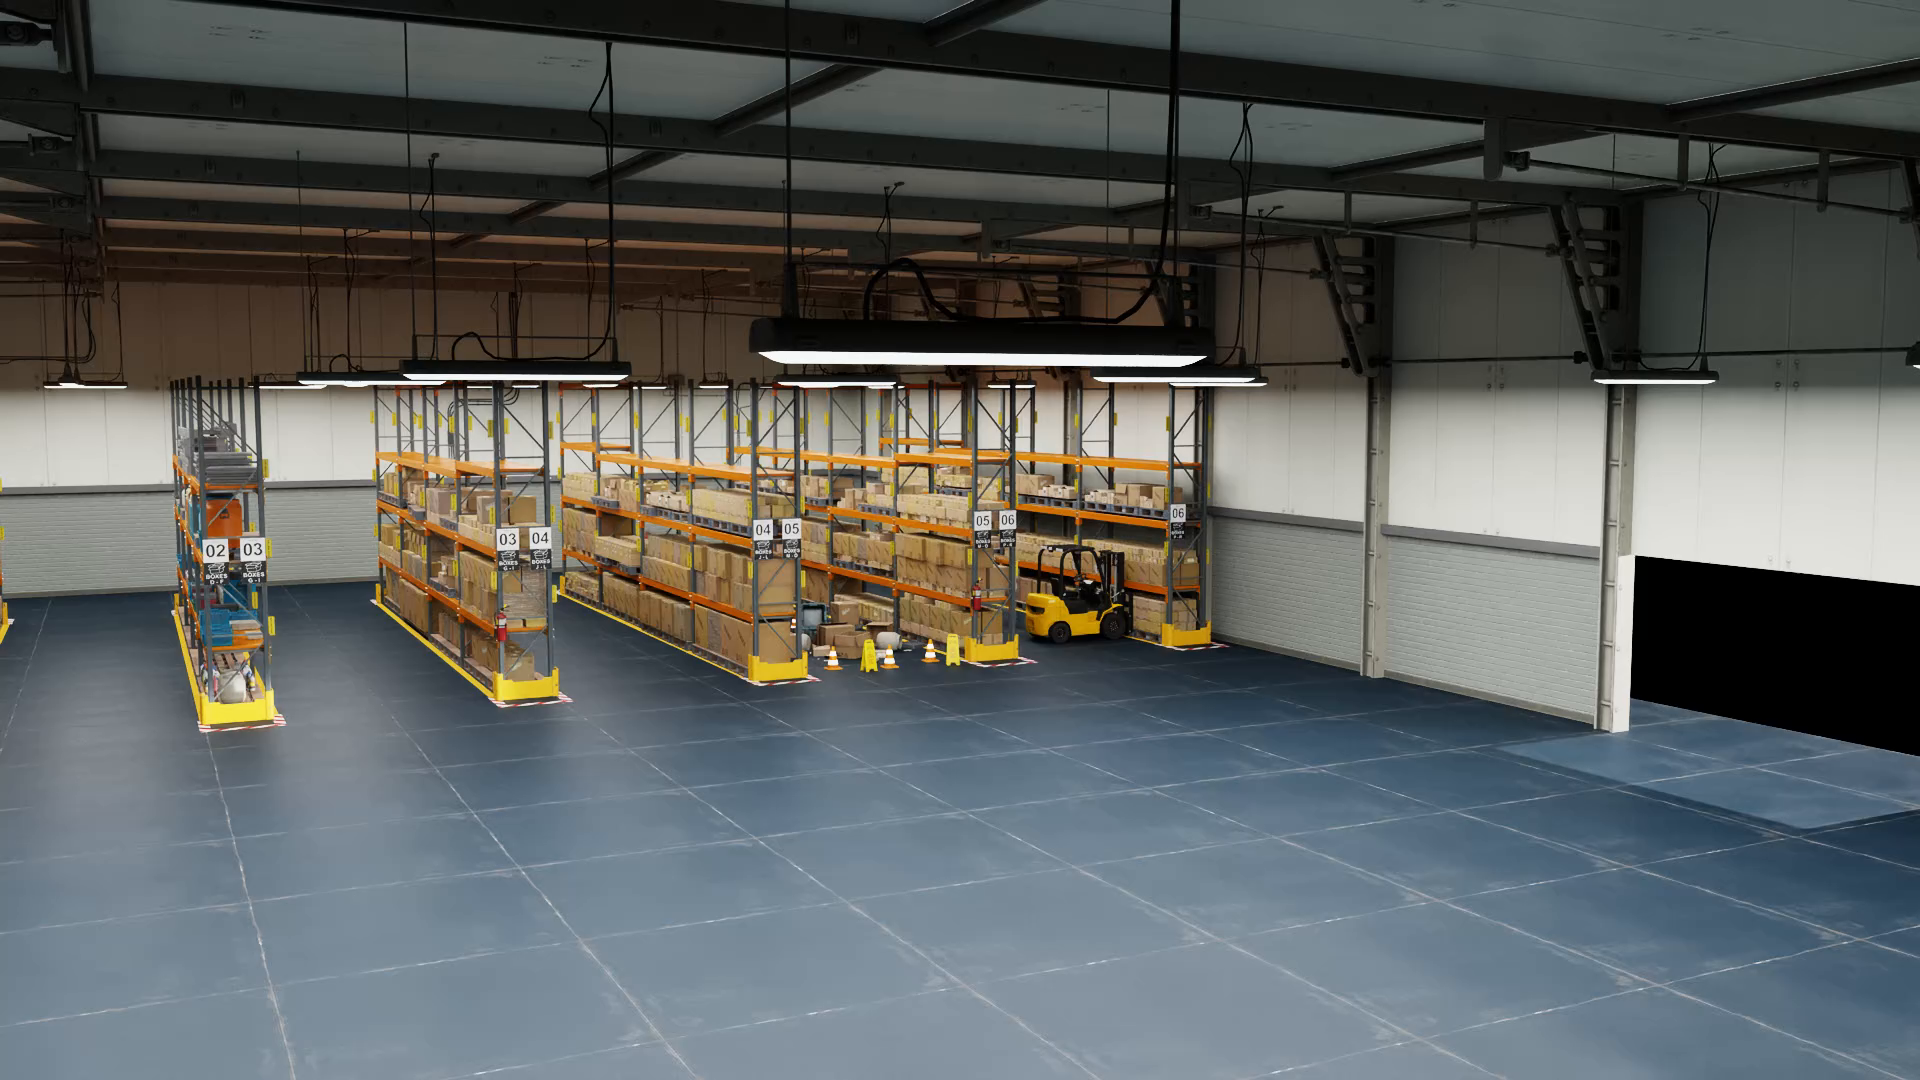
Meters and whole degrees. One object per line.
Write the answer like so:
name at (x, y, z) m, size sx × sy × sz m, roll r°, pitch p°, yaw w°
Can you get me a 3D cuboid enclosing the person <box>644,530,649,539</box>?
person at (-8.986, 0.557, 48.350) m, size 0.876 × 1.707 × 0.724 m, roll 5°, pitch 7°, yaw 42°
